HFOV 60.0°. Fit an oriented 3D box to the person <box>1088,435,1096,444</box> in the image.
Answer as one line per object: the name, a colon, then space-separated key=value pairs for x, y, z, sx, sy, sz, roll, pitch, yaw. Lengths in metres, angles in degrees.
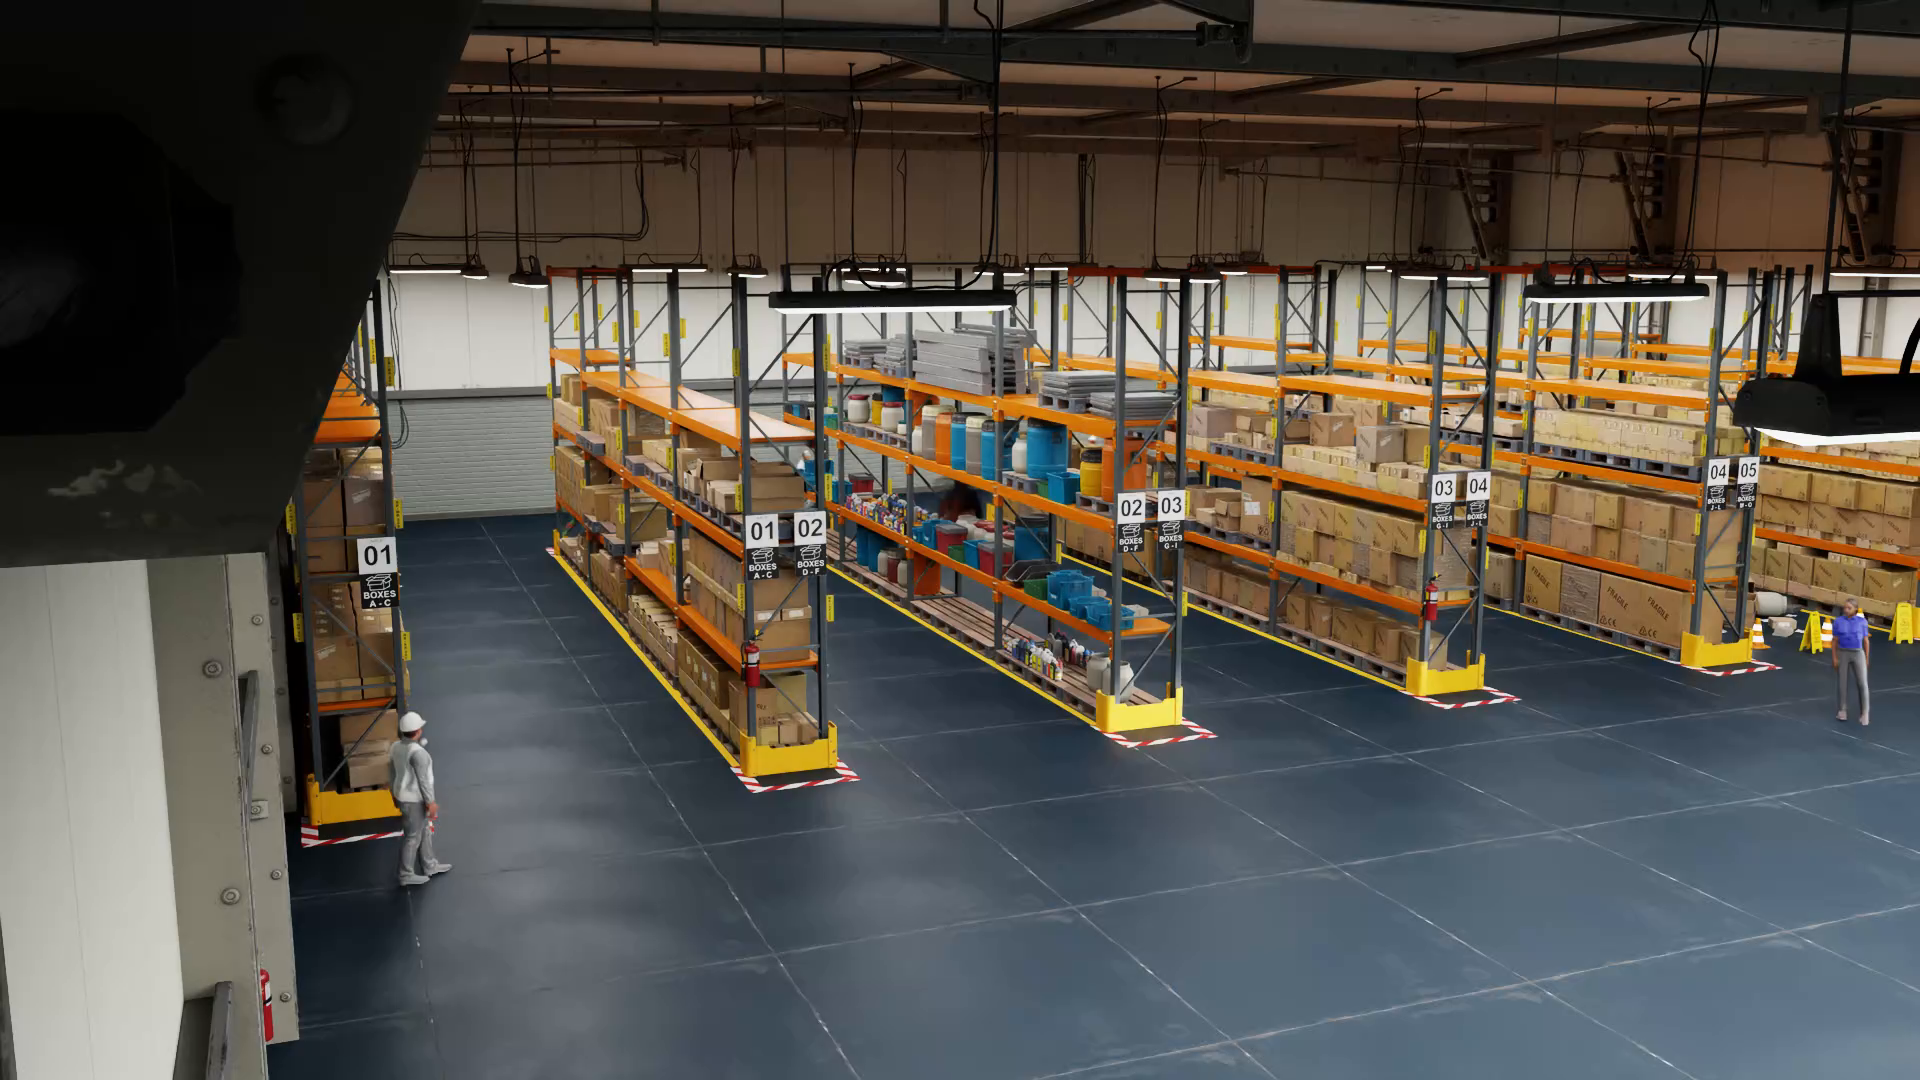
person: x=3.297 y=-1.747 z=41.564 sx=1.065 sy=1.748 sz=0.595 roll=-9 pitch=13 yaw=-41

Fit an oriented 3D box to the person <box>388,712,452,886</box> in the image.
person: x=-5.422 y=2.590 z=16.744 sx=0.599 sy=1.772 sz=0.545 roll=-6 pitch=11 yaw=-30

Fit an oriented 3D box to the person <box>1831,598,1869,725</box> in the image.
person: x=12.097 y=1.626 z=22.564 sx=0.559 sy=1.679 sz=0.389 roll=6 pitch=11 yaw=30

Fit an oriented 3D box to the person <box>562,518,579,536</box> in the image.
person: x=-8.247 y=-0.806 z=36.248 sx=1.006 sy=1.744 sz=0.477 roll=-6 pitch=12 yaw=-33

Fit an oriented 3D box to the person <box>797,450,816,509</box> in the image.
person: x=-3.615 y=-1.287 z=39.197 sx=0.487 sy=1.690 sz=0.453 roll=-2 pitch=10 yaw=-12
